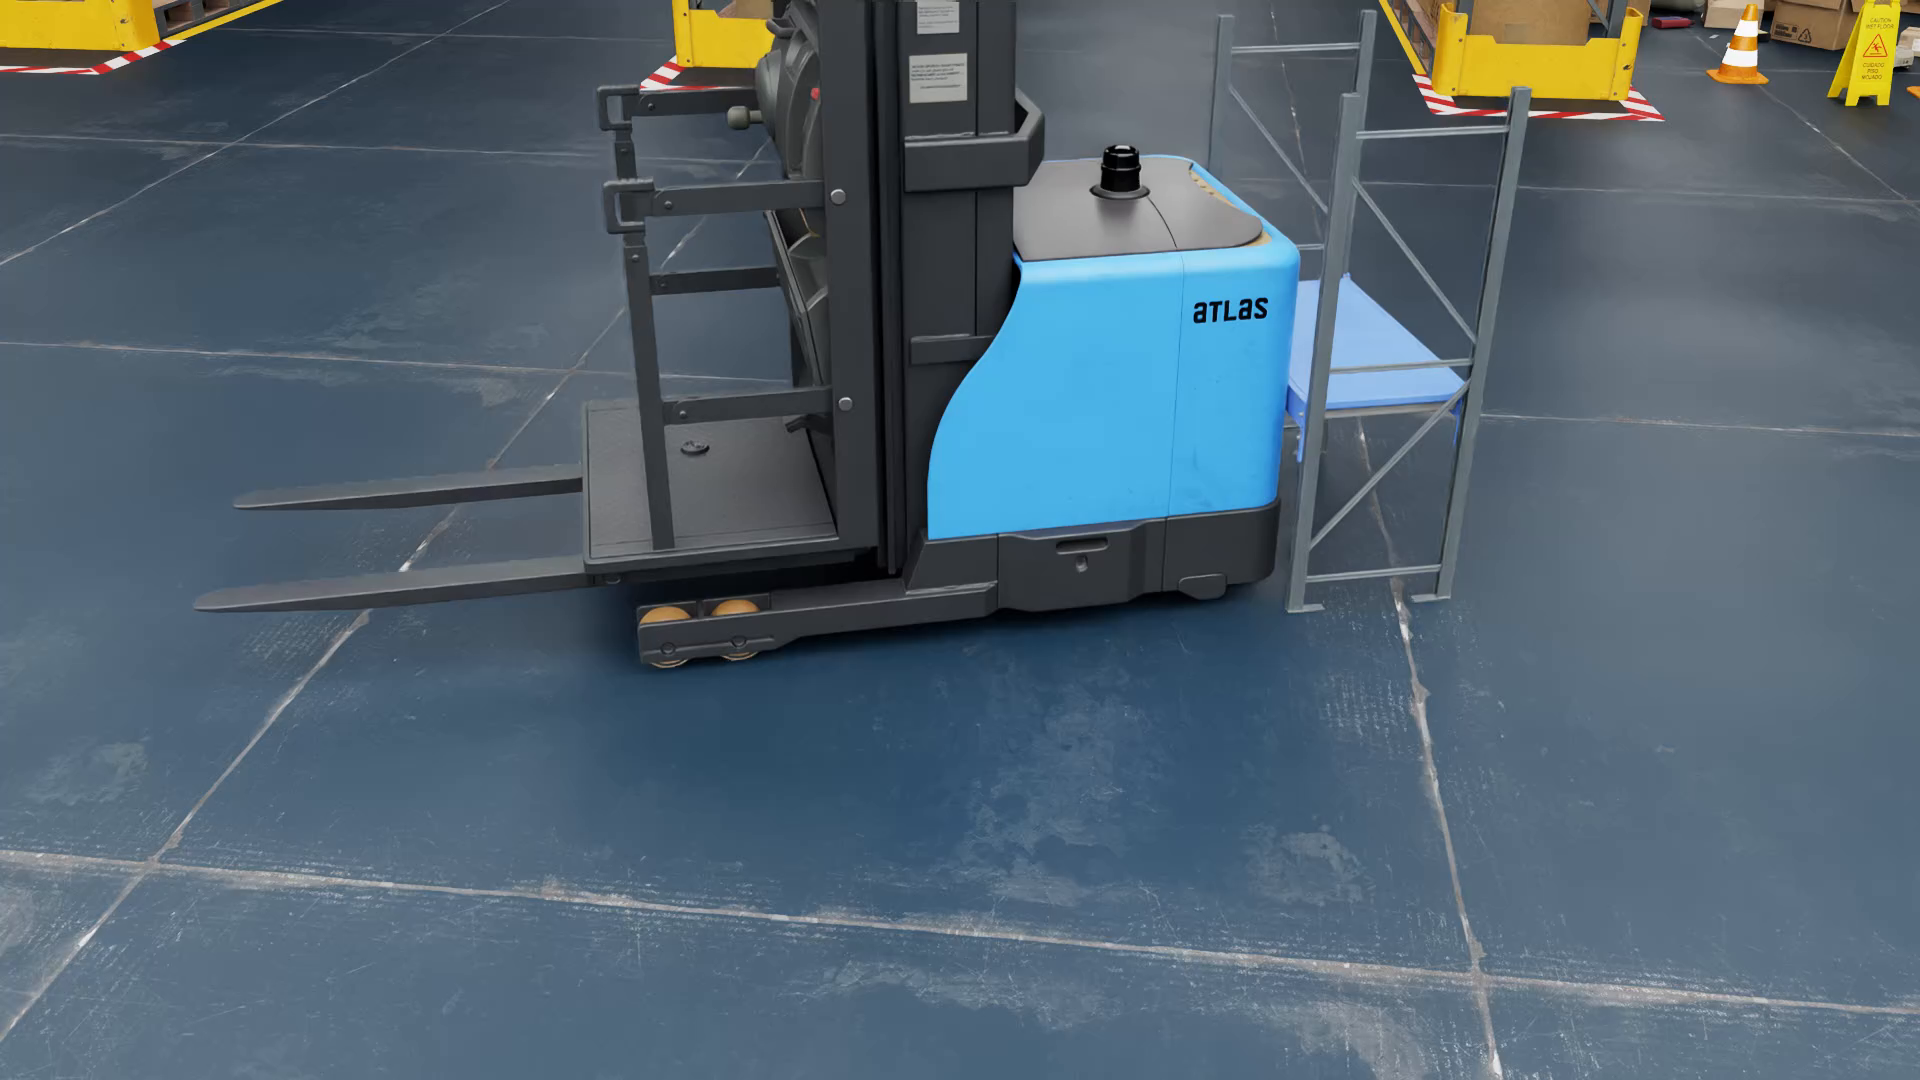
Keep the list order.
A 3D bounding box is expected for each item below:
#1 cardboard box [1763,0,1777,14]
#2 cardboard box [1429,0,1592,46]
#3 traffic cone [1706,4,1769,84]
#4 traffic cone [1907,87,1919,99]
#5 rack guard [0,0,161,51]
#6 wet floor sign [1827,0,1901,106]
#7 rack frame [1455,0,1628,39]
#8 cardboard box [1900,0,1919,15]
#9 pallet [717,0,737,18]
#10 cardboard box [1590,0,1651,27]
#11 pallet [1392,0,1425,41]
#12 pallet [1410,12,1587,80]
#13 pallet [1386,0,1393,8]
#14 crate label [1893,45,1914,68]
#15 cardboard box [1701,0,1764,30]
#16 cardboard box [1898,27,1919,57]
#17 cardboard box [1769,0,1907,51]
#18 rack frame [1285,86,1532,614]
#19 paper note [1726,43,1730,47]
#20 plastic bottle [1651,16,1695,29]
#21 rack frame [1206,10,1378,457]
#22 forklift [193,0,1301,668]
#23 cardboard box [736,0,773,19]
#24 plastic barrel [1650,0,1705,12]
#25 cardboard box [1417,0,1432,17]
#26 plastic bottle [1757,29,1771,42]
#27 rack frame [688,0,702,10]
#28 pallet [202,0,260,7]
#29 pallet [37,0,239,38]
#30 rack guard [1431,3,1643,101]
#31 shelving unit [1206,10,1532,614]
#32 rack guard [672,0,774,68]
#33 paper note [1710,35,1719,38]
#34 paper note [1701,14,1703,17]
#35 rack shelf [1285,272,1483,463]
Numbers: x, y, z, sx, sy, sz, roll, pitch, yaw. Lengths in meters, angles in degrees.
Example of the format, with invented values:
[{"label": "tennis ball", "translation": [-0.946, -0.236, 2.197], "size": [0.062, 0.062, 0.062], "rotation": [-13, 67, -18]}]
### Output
[{"label": "cardboard box", "translation": [6.326, -4.302, 12.561], "size": [0.797, 0.637, 0.503], "rotation": [3, 28, 6]}, {"label": "cardboard box", "translation": [3.610, -3.739, 10.825], "size": [0.875, 0.875, 0.875], "rotation": [4, 29, 6]}, {"label": "traffic cone", "translation": [5.067, -3.217, 10.733], "size": [0.336, 0.463, 0.334], "rotation": [3, 28, 6]}, {"label": "traffic cone", "translation": [6.147, -2.991, 10.314], "size": [0.336, 0.463, 0.334], "rotation": [3, 28, 6]}, {"label": "rack guard", "translation": [-6.271, -3.728, 11.643], "size": [1.175, 0.500, 0.348], "rotation": [3, 28, 6]}, {"label": "wet floor sign", "translation": [5.554, -3.001, 10.140], "size": [0.267, 0.644, 0.232], "rotation": [-1, 28, -3]}, {"label": "rack frame", "translation": [3.592, -4.166, 9.821], "size": [1.000, 3.000, 0.127], "rotation": [3, 28, 6]}, {"label": "cardboard box", "translation": [7.526, -4.284, 12.673], "size": [0.500, 0.500, 0.500], "rotation": [-24, 36, -37]}, {"label": "pallet", "translation": [-1.174, -3.691, 11.878], "size": [1.003, 0.211, 1.213], "rotation": [3, 28, 6]}, {"label": "cardboard box", "translation": [4.911, -4.160, 12.441], "size": [0.500, 0.500, 0.500], "rotation": [8, 29, 15]}, {"label": "pallet", "translation": [3.765, -3.892, 12.252], "size": [1.003, 0.211, 1.213], "rotation": [3, 28, 6]}, {"label": "pallet", "translation": [3.613, -3.320, 11.189], "size": [1.003, 0.211, 1.213], "rotation": [3, 28, 6]}, {"label": "pallet", "translation": [3.912, -4.468, 13.321], "size": [1.003, 0.211, 1.213], "rotation": [3, 28, 6]}, {"label": "crate label", "translation": [6.181, -3.222, 11.085], "size": [0.250, 0.136, 0.298], "rotation": [-11, 30, -20]}, {"label": "cardboard box", "translation": [5.700, -3.929, 12.264], "size": [0.396, 0.266, 0.258], "rotation": [8, 29, 15]}, {"label": "cardboard box", "translation": [6.673, -3.405, 11.414], "size": [0.380, 0.149, 0.250], "rotation": [20, 34, 32]}, {"label": "cardboard box", "translation": [6.220, -3.801, 11.775], "size": [0.797, 0.503, 0.637], "rotation": [-17, 33, -29]}, {"label": "rack frame", "translation": [1.201, -0.470, 4.542], "size": [0.500, 1.500, 0.032], "rotation": [-5, 29, -8]}, {"label": "paper note", "translation": [5.464, -3.478, 11.676], "size": [0.144, 0.017, 0.142], "rotation": [14, 31, 24]}, {"label": "plastic bottle", "translation": [5.274, -3.825, 12.286], "size": [0.283, 0.061, 0.133], "rotation": [-6, 29, -11]}, {"label": "rack frame", "translation": [1.030, -0.946, 5.424], "size": [0.500, 1.500, 0.032], "rotation": [-5, 29, -8]}, {"label": "forklift", "translation": [-0.634, -1.211, 4.407], "size": [3.031, 2.935, 1.130], "rotation": [-6, 29, -10]}, {"label": "cardboard box", "translation": [-1.225, -3.880, 11.481], "size": [0.500, 0.500, 0.500], "rotation": [9, 30, 16]}, {"label": "plastic barrel", "translation": [5.466, -4.292, 12.770], "size": [0.421, 0.421, 0.512], "rotation": [-24, 36, -37]}, {"label": "cardboard box", "translation": [3.716, -4.153, 11.594], "size": [0.875, 0.875, 0.875], "rotation": [3, 28, 5]}, {"label": "plastic bottle", "translation": [5.665, -3.628, 11.920], "size": [0.133, 0.061, 0.283], "rotation": [-6, 29, -11]}, {"label": "rack frame", "translation": [-1.318, -4.502, 10.444], "size": [1.000, 3.000, 0.127], "rotation": [3, 28, 6]}, {"label": "pallet", "translation": [-6.014, -4.556, 13.484], "size": [1.003, 0.211, 1.213], "rotation": [3, 28, 6]}, {"label": "pallet", "translation": [-6.166, -3.983, 12.421], "size": [1.003, 0.211, 1.213], "rotation": [3, 28, 6]}, {"label": "rack guard", "translation": [3.589, -3.055, 10.393], "size": [1.175, 0.500, 0.348], "rotation": [3, 28, 6]}, {"label": "shelving unit", "translation": [1.115, -0.708, 4.983], "size": [0.538, 1.500, 1.048], "rotation": [-5, 29, -8]}, {"label": "rack guard", "translation": [-1.309, -3.437, 11.103], "size": [1.175, 0.500, 0.348], "rotation": [3, 28, 6]}, {"label": "paper note", "translation": [5.426, -3.623, 11.964], "size": [0.032, 0.001, 0.123], "rotation": [20, 34, 32]}, {"label": "paper note", "translation": [5.732, -3.993, 12.638], "size": [0.172, 0.023, 0.155], "rotation": [14, 31, 24]}, {"label": "rack shelf", "translation": [1.115, -0.550, 5.068], "size": [0.538, 0.185, 1.000], "rotation": [-5, 29, -8]}]
